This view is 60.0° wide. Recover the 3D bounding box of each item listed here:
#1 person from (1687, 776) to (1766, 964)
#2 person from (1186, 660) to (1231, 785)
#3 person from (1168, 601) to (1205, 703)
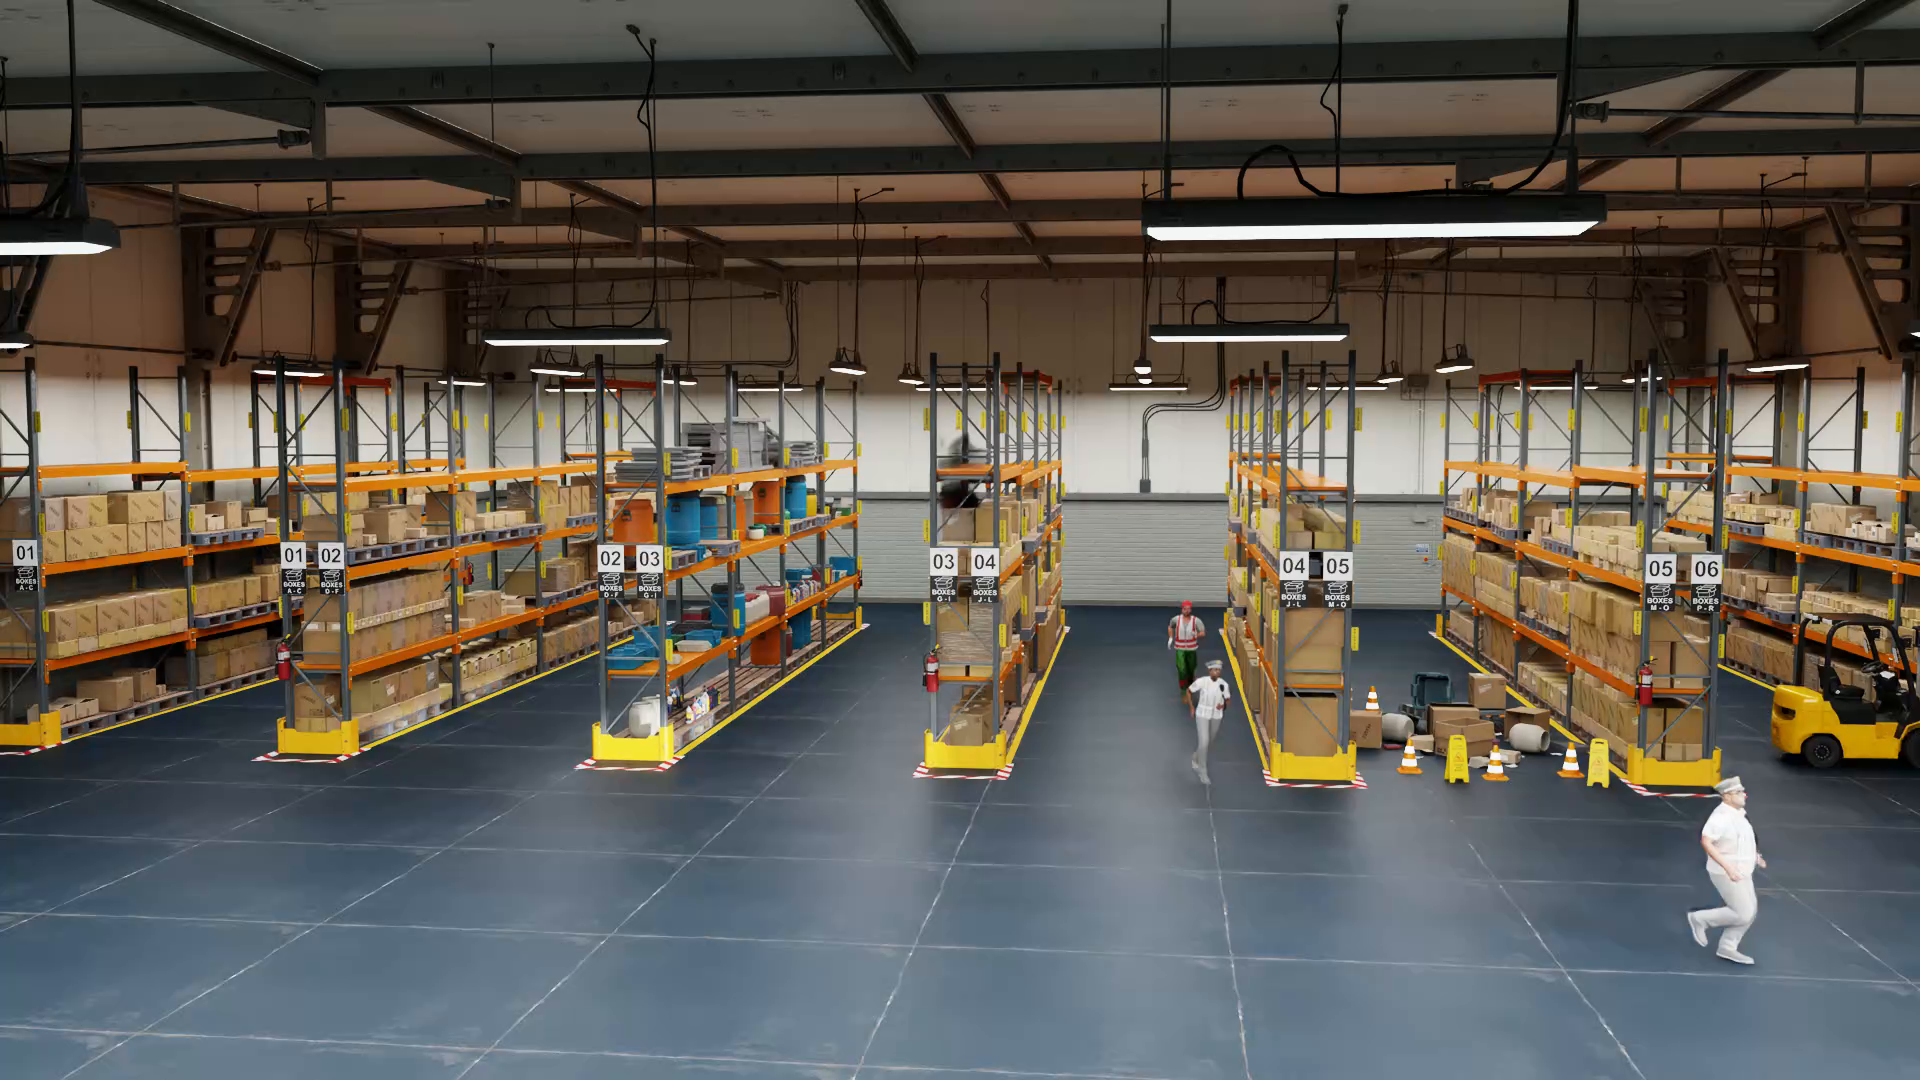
[{"bbox_3d":[7.134,3.051,15.463,0.599,1.735,0.670,4,5,41],"label":"person"},{"bbox_3d":[3.513,2.526,23.387,0.592,1.722,0.832,-1,4,-13],"label":"person"},{"bbox_3d":[4.059,1.965,29.795,0.663,1.776,1.005,0,4,7],"label":"person"}]
